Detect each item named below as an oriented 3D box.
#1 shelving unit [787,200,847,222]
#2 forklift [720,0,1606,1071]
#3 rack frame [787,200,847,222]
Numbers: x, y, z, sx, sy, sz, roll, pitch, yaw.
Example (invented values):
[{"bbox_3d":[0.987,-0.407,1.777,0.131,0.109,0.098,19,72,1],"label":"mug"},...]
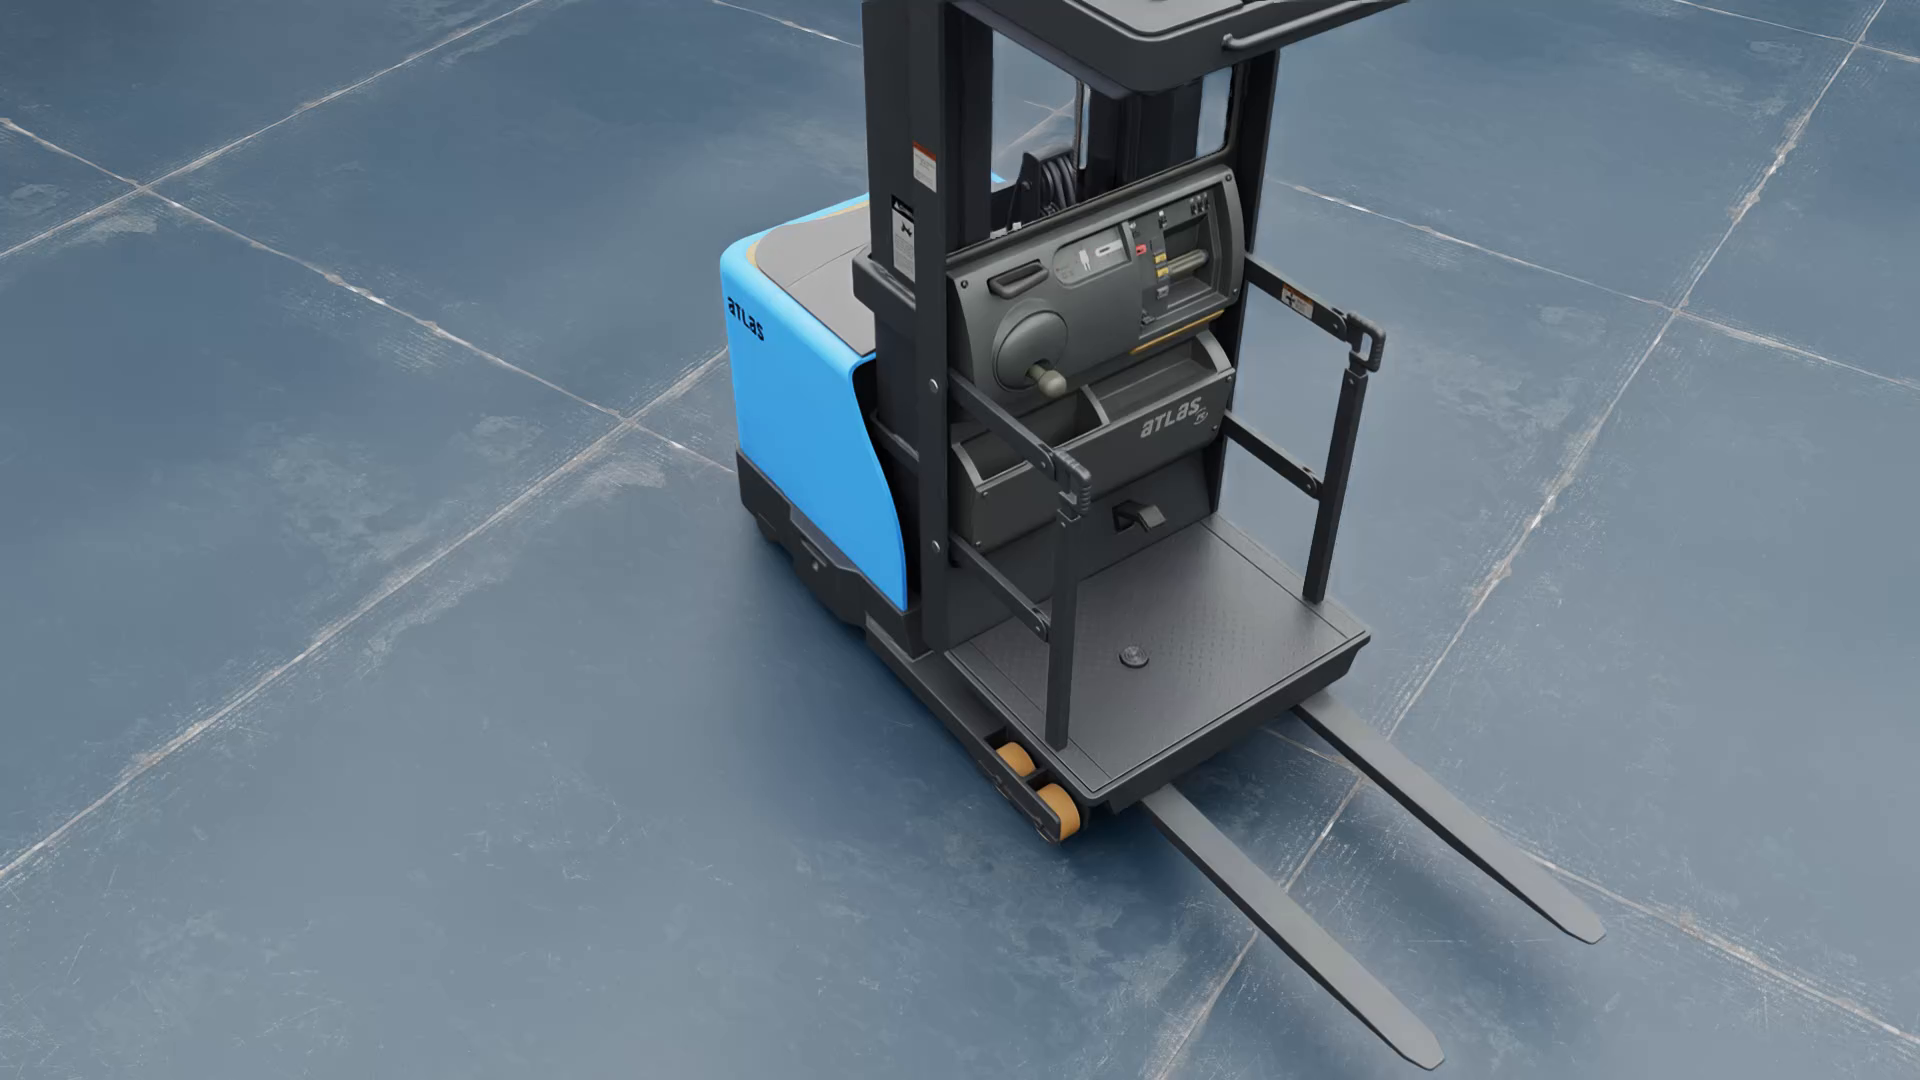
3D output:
[{"bbox_3d":[-0.425,-0.728,5.889,0.258,0.900,0.210,-26,48,-26],"label":"shelving unit"},{"bbox_3d":[0.507,-0.599,4.221,1.130,2.935,3.031,-26,48,-26],"label":"forklift"},{"bbox_3d":[-0.485,-0.783,5.950,0.240,0.900,0.006,-26,48,-26],"label":"rack frame"}]
